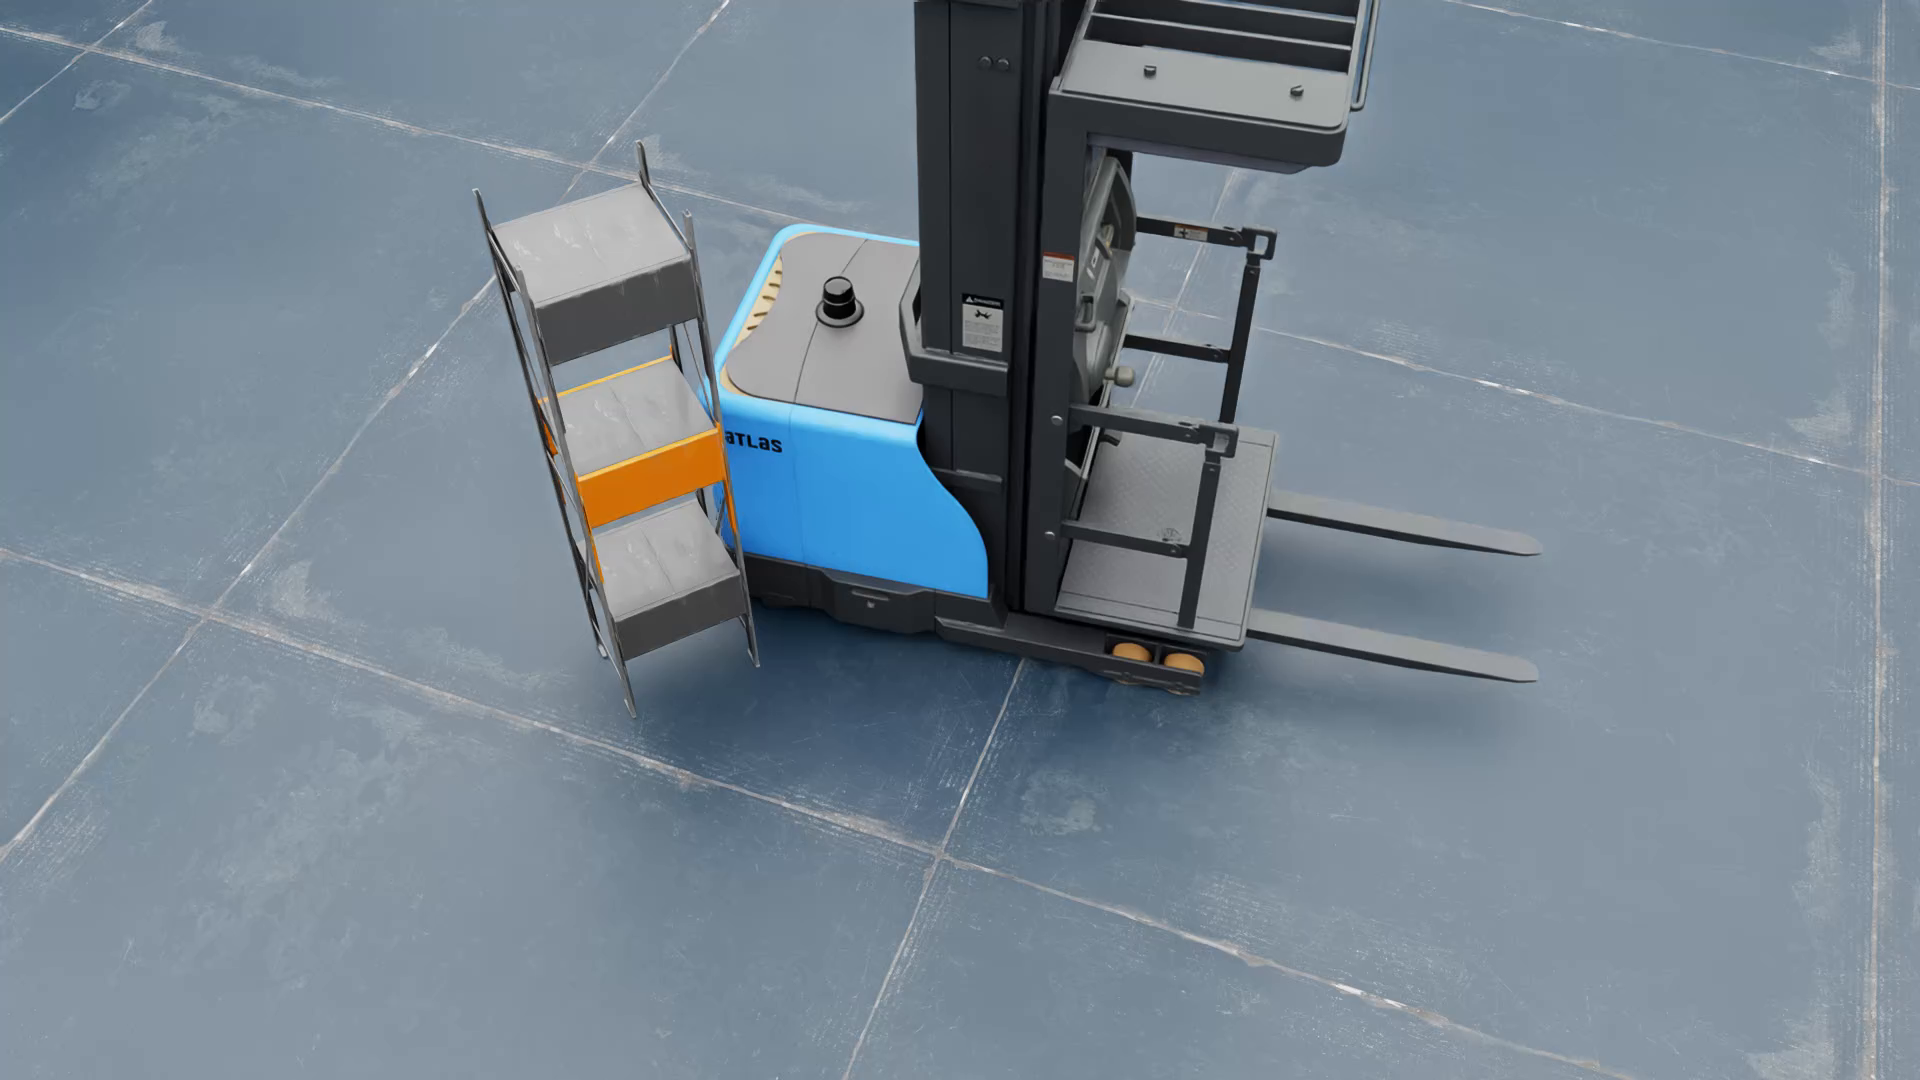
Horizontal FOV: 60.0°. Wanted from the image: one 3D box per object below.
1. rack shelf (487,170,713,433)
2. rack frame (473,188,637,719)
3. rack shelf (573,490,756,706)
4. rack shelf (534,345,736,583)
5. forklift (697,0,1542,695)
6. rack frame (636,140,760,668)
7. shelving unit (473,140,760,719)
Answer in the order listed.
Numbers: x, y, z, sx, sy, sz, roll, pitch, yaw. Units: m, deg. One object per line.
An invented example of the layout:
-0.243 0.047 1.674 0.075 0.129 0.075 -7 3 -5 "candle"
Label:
-1.061 -0.707 4.932 0.480 0.518 0.431 -22 53 -18 "rack shelf"
-1.277 -0.171 5.375 0.015 2.100 0.400 -22 53 -18 "rack frame"
-1.061 0.210 5.990 0.480 0.518 0.431 -22 53 -18 "rack shelf"
-1.061 -0.249 5.461 0.480 0.518 0.431 -22 53 -18 "rack shelf"
0.660 -0.836 5.402 3.031 2.935 1.130 11 50 9 "forklift"
-0.846 -0.345 5.526 0.015 2.100 0.400 -22 53 -18 "rack frame"
-1.061 -0.258 5.451 0.503 2.100 0.431 -22 53 -18 "shelving unit"
